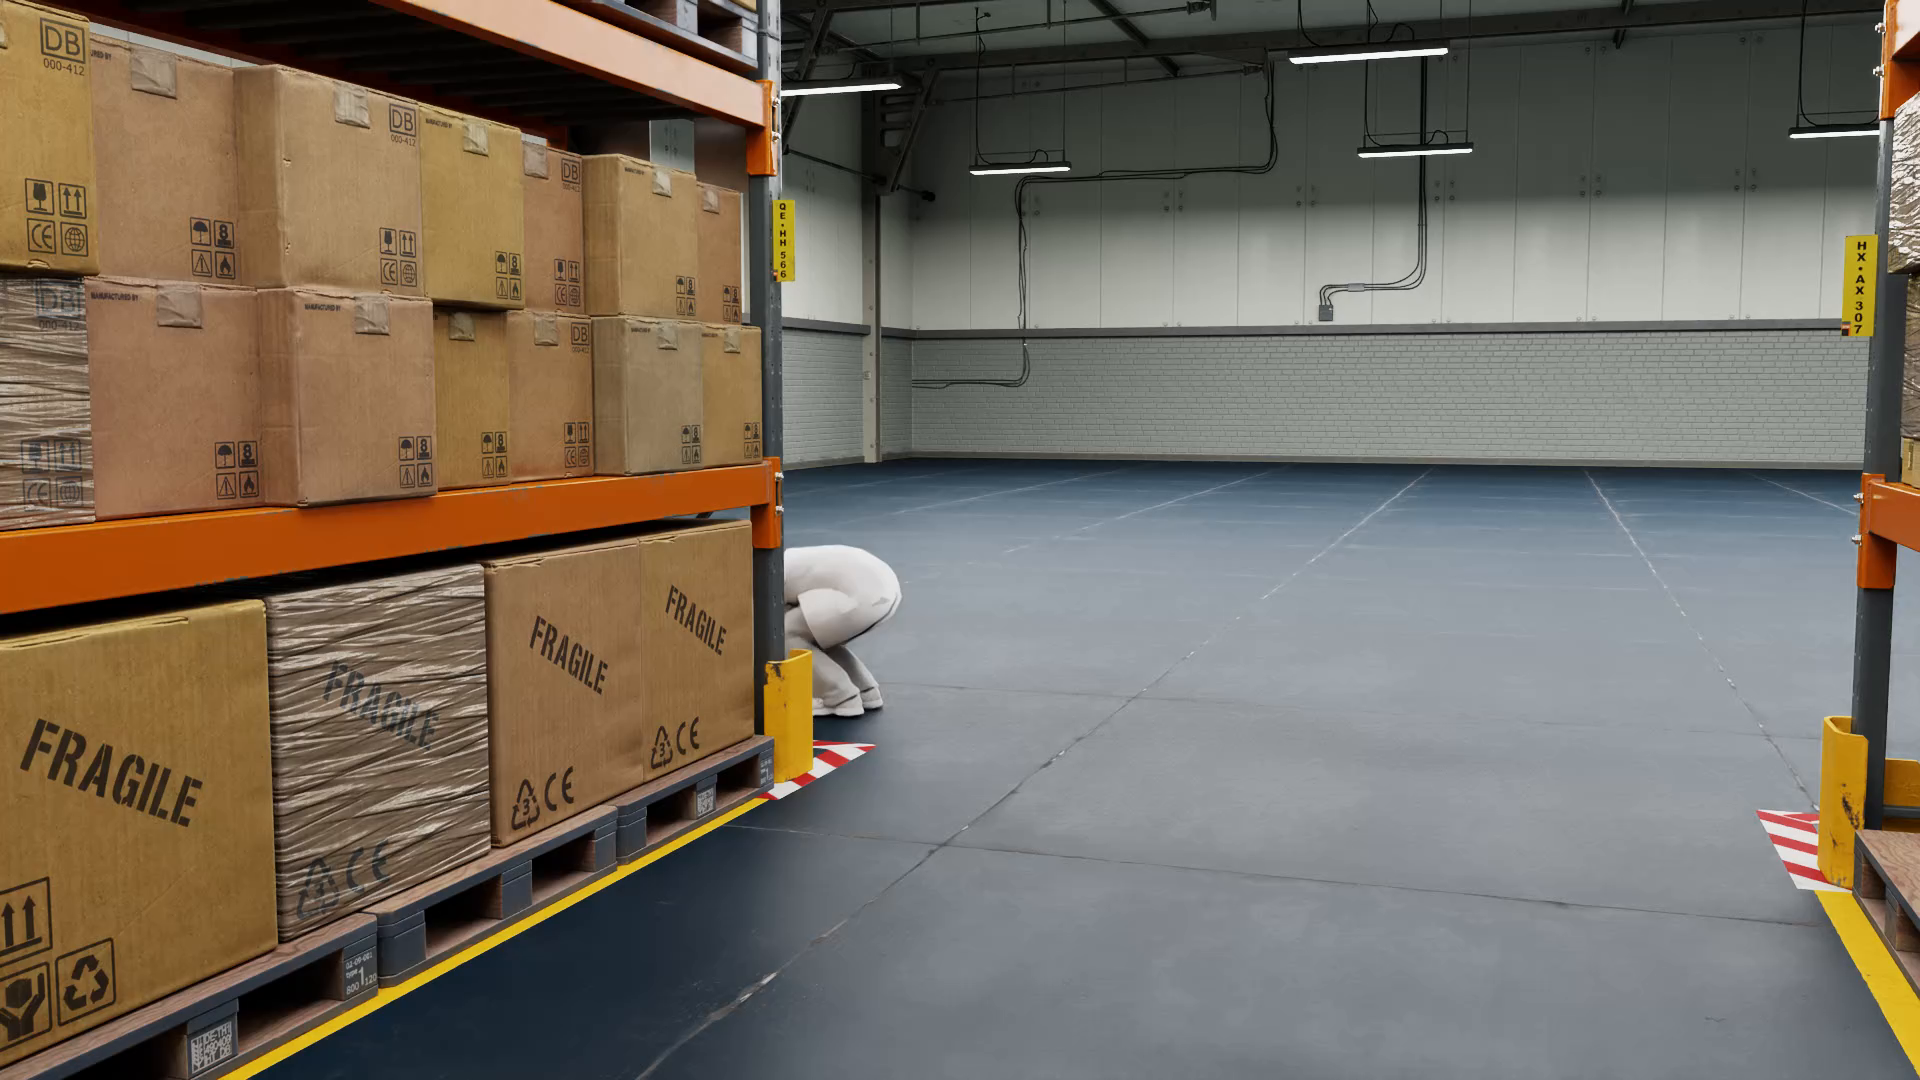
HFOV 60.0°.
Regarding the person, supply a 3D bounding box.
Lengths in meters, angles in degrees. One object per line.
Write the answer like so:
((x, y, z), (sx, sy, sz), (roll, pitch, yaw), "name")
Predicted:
((-0.763, 0.450, 8.333), (0.957, 0.848, 0.584), (2, 5, 17), "person")
